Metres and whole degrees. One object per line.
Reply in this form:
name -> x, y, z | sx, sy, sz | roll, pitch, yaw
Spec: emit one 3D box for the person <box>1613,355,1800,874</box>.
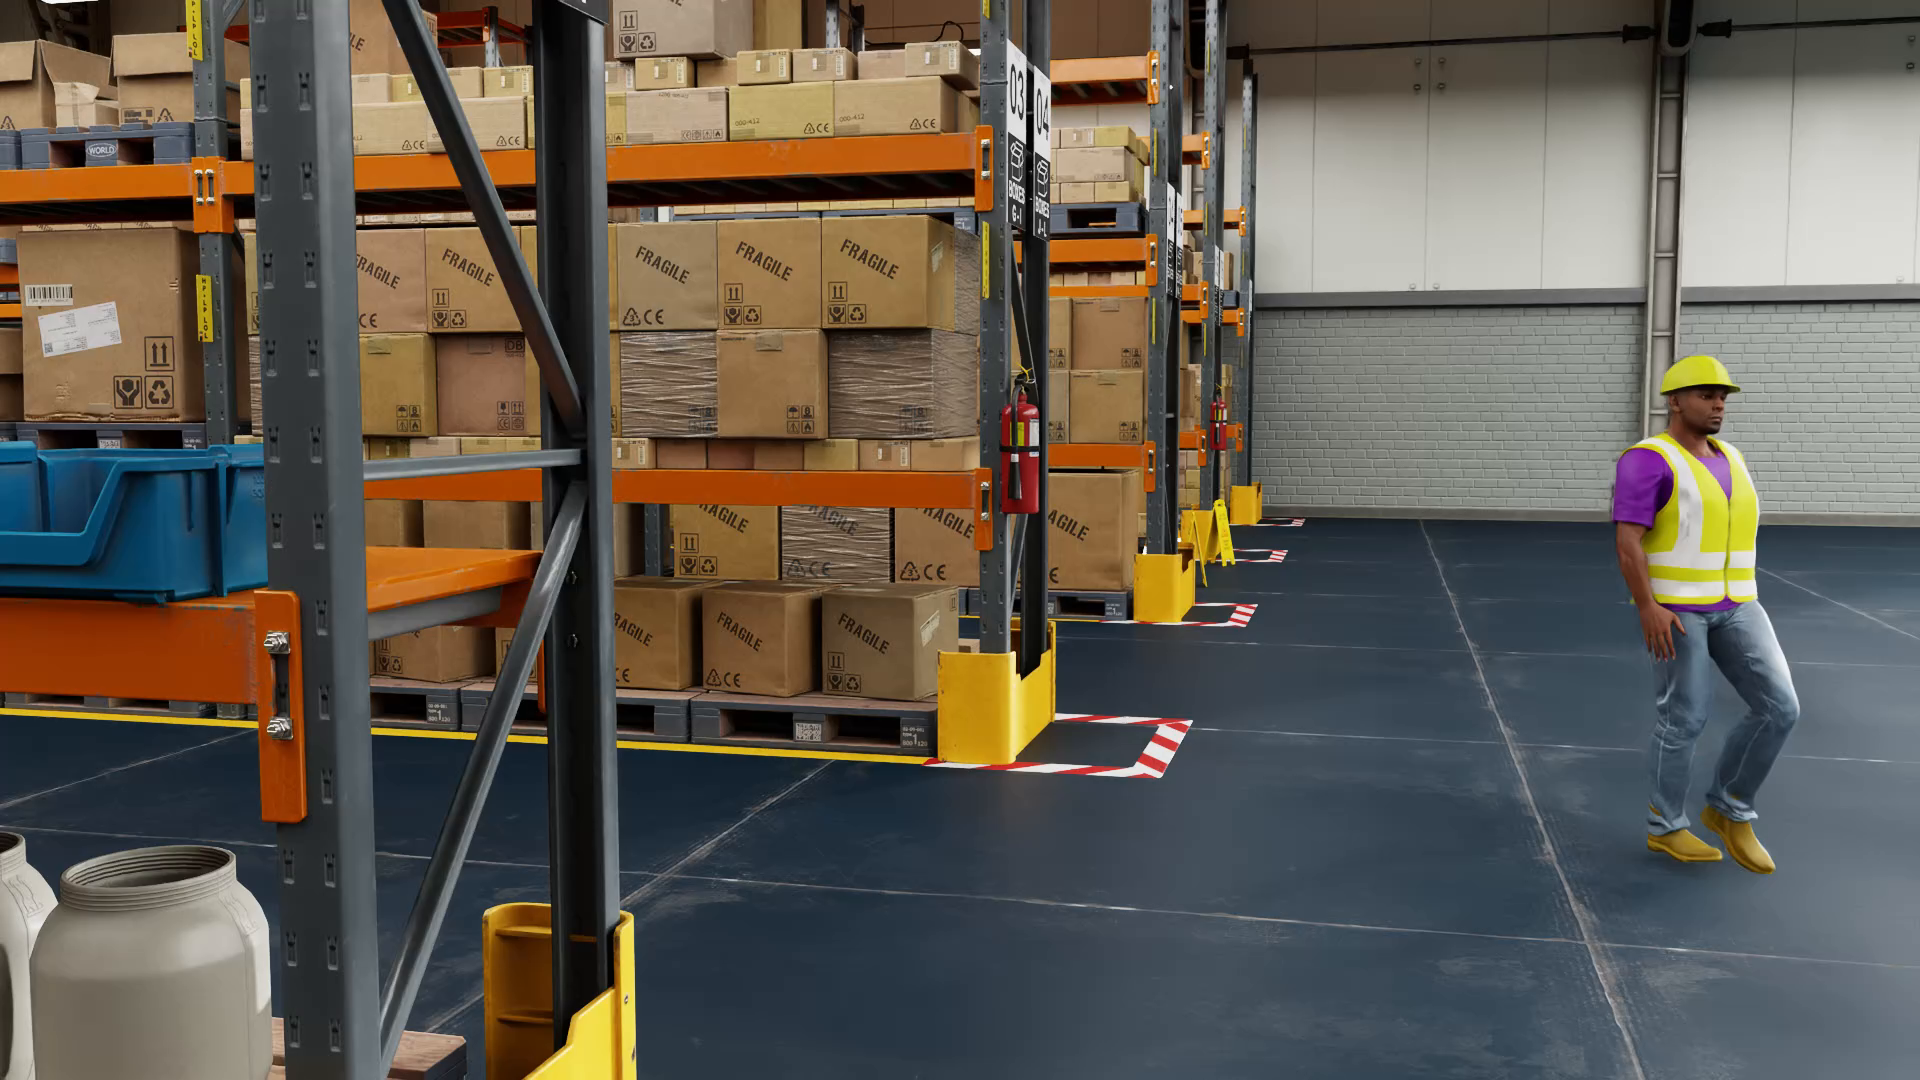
person -> 2.572, 0.261, 5.745 | 0.626, 1.794, 0.513 | -1, 5, -17
